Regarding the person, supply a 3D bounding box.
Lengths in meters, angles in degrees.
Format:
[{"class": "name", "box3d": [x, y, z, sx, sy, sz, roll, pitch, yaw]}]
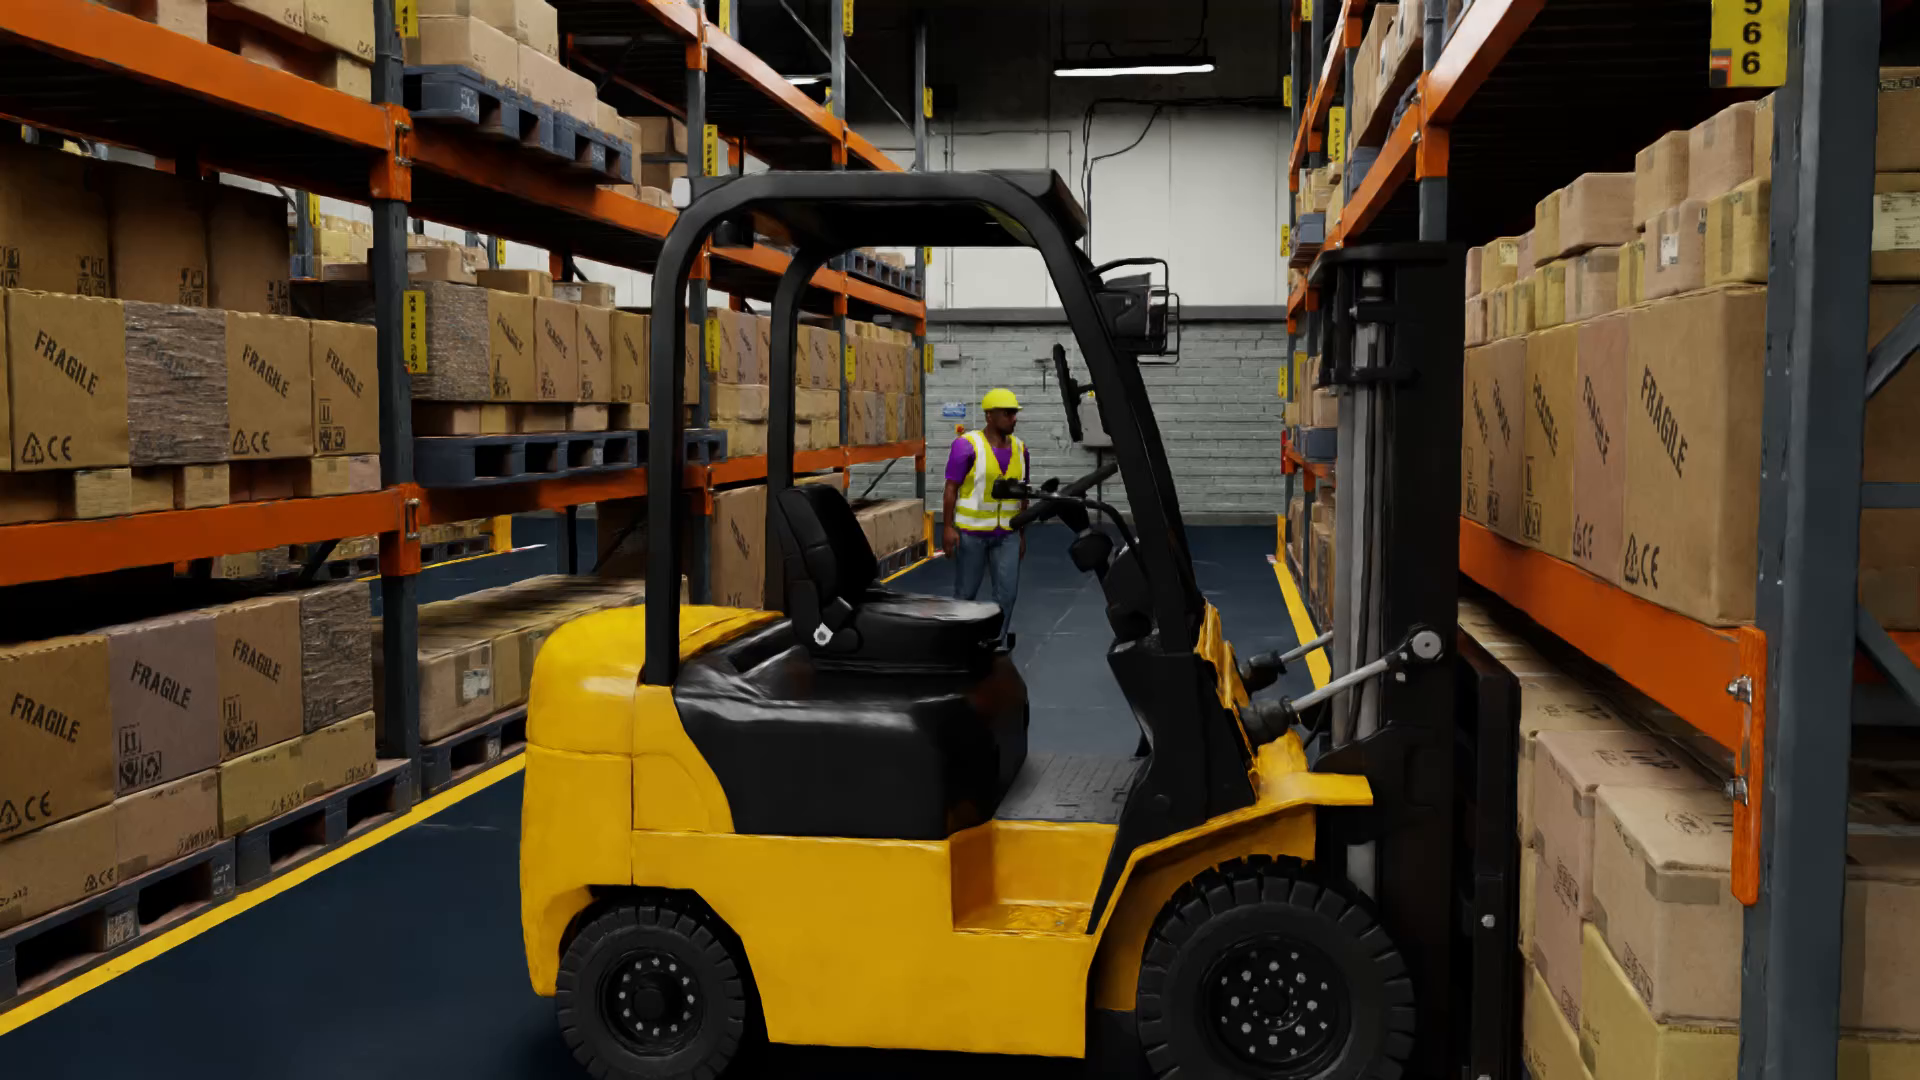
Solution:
[{"class": "person", "box3d": [0.148, -0.060, 10.309, 0.607, 1.754, 0.559, -2, 5, -24]}]
